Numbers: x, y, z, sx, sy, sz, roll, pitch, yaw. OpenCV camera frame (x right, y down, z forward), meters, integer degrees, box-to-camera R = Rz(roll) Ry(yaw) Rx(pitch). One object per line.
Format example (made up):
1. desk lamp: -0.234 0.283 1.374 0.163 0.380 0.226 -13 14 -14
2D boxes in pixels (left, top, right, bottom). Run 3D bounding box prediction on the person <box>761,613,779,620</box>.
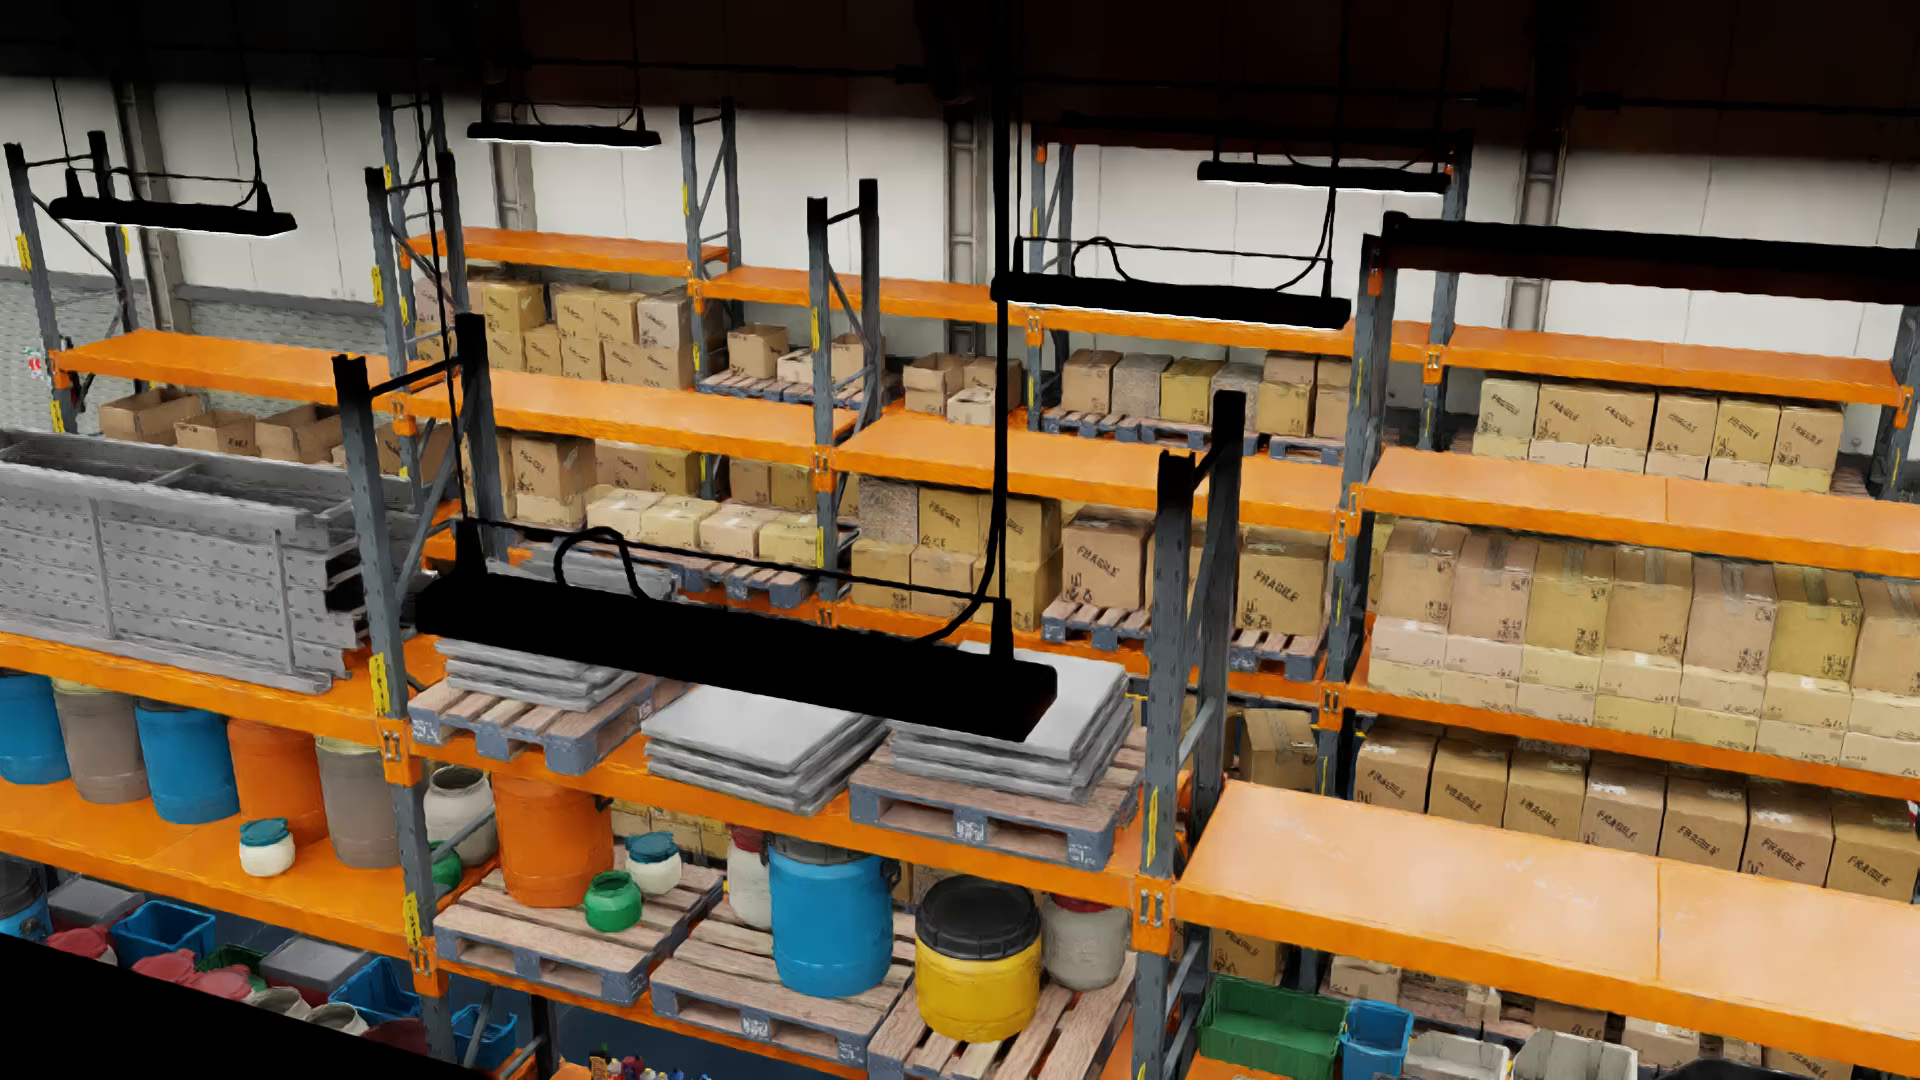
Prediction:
1. person: -1.791 1.461 16.280 1.110 1.590 0.446 9 23 22
